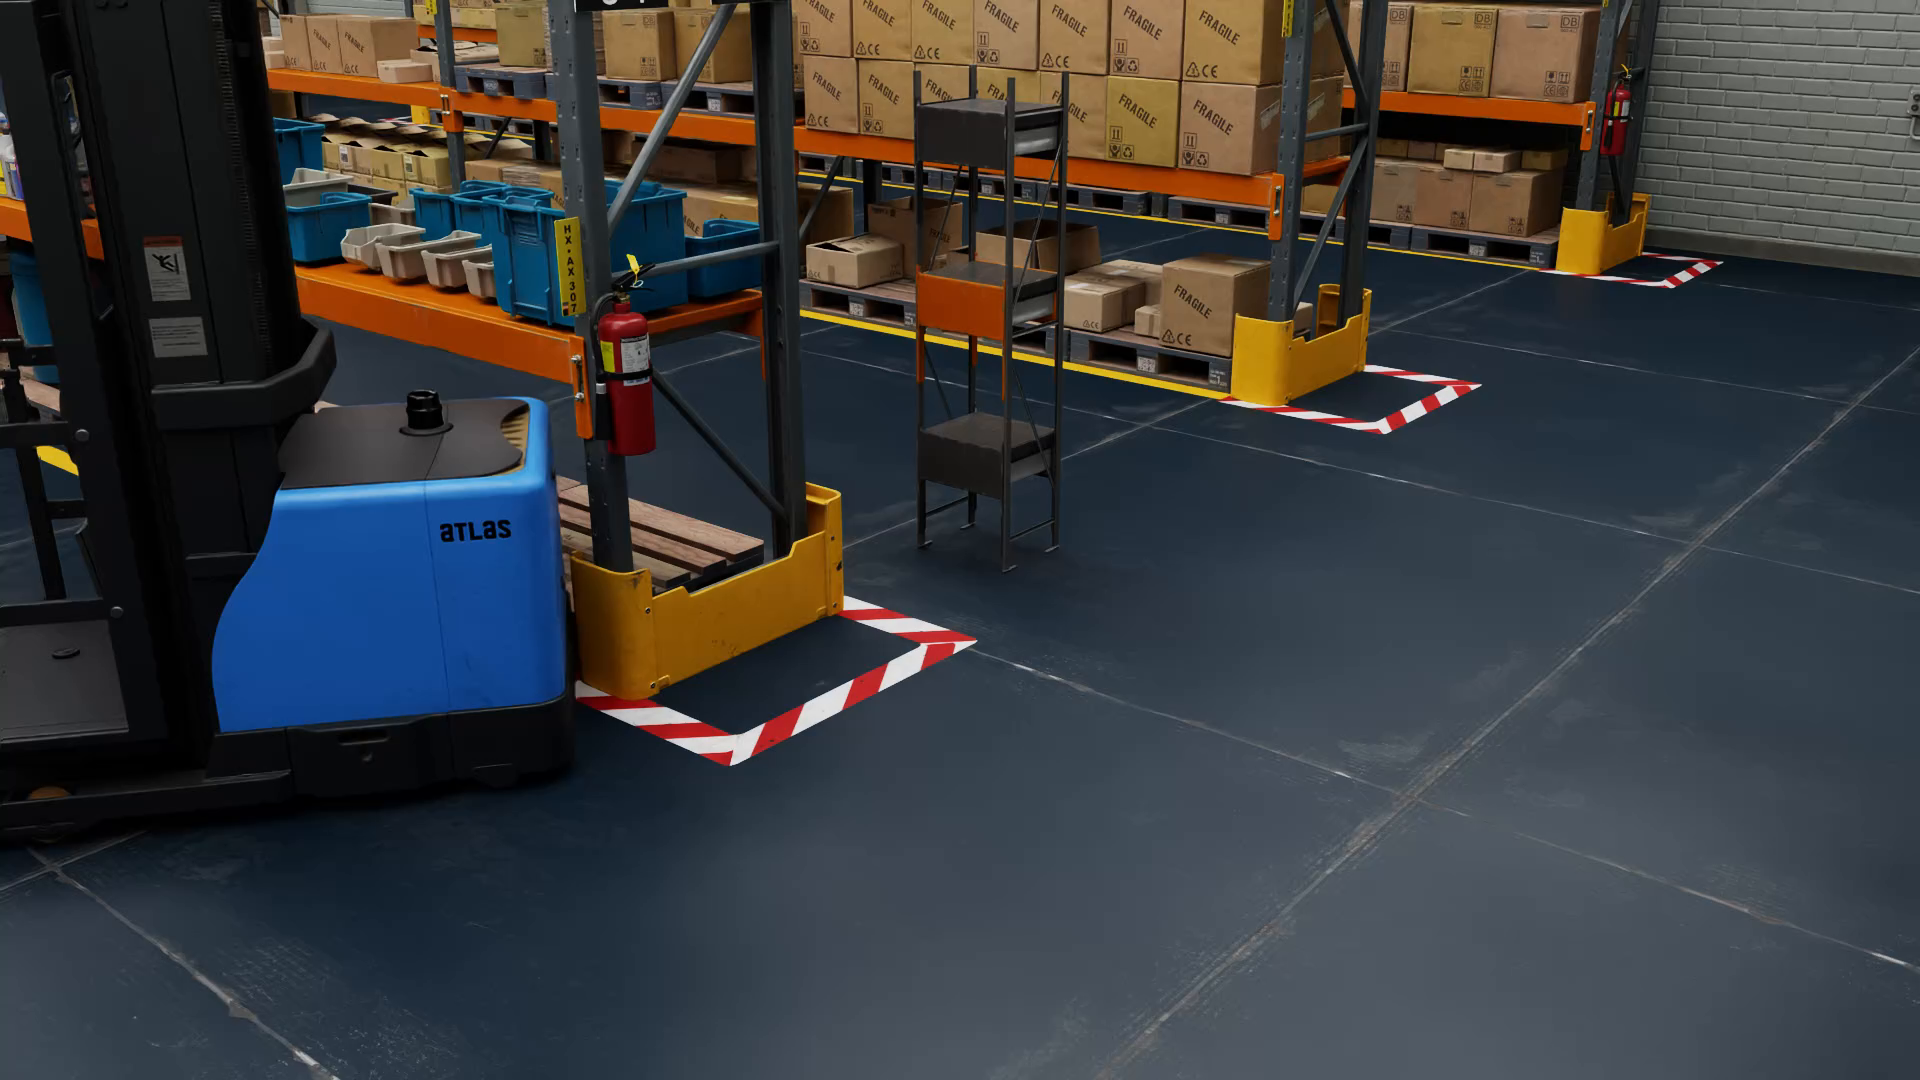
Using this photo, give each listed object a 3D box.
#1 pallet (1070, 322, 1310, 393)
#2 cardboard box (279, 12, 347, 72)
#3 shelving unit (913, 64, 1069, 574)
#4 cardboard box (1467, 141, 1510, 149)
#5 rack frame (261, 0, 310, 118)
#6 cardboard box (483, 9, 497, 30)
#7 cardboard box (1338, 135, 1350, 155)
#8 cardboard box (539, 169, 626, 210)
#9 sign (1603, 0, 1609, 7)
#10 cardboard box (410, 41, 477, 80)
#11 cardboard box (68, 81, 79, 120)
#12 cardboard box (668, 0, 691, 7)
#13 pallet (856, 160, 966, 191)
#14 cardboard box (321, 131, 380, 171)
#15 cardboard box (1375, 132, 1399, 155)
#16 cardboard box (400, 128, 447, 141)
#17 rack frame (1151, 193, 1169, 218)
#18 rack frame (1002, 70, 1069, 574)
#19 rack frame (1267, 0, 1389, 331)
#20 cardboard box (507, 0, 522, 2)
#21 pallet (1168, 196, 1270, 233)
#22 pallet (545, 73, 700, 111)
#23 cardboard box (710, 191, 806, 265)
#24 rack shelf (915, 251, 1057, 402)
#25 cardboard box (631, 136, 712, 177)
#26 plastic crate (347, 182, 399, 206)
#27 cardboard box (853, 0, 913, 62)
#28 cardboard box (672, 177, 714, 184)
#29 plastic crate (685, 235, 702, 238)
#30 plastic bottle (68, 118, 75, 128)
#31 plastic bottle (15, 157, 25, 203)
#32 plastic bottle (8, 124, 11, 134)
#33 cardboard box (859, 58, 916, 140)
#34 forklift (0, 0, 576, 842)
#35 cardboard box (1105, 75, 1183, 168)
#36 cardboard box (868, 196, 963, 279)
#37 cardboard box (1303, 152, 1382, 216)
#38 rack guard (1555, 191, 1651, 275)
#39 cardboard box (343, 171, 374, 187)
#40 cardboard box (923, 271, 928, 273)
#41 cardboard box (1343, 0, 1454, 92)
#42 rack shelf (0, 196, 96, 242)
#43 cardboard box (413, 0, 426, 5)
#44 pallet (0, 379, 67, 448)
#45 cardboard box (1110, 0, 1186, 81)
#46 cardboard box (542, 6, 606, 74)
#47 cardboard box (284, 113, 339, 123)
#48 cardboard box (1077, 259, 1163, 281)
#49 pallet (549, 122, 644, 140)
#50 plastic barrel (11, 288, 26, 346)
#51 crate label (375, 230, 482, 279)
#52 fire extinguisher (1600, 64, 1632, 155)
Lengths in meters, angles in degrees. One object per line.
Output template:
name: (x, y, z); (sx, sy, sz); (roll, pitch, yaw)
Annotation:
pallet: (1.473, -1.246, 10.673); (1.213, 0.211, 1.003); (16, 26, 36)
cardboard box: (-6.154, -4.787, 15.969); (0.500, 0.500, 0.500); (18, 27, 40)
shelving unit: (0.128, -0.946, 7.200); (0.503, 2.100, 0.431); (16, 26, 36)
cardboard box: (4.504, -3.310, 14.223); (0.250, 0.149, 0.380); (16, 26, 36)
rack frame: (-7.147, -5.033, 16.765); (0.127, 3.000, 1.000); (16, 26, 36)
cardboard box: (-5.747, -6.684, 21.325); (0.500, 0.250, 0.500); (16, 26, 37)
cardboard box: (3.249, -3.496, 14.717); (0.250, 0.149, 0.380); (15, 25, 35)
cardboard box: (-3.082, -2.769, 13.679); (0.500, 0.500, 0.500); (16, 26, 36)
sign: (4.925, -4.219, 12.627); (0.005, 0.325, 0.100); (16, 26, 36)
cardboard box: (-4.619, -4.352, 15.084); (0.500, 0.311, 0.500); (16, 26, 36)
cardboard box: (-9.583, -4.895, 18.637); (0.500, 0.500, 0.500); (16, 26, 36)
cardboard box: (-3.217, -6.392, 19.601); (0.700, 0.500, 0.500); (-19, 28, -41)
pallet: (-0.356, -3.995, 17.962); (1.213, 0.211, 1.003); (16, 26, 36)
cardboard box: (-5.792, -3.703, 15.743); (0.500, 0.311, 0.500); (17, 26, 38)
cardboard box: (3.718, -3.536, 14.823); (0.250, 0.149, 0.380); (16, 26, 35)
cardboard box: (-5.074, -3.740, 15.841); (0.500, 0.311, 0.500); (15, 25, 35)
rack frame: (2.180, -4.604, 15.625); (0.127, 3.000, 1.000); (16, 26, 36)
rack frame: (0.317, -0.891, 7.055); (0.015, 2.100, 0.400); (16, 26, 36)
rack frame: (2.150, -2.356, 9.665); (0.127, 3.000, 1.000); (16, 26, 36)
cardboard box: (-5.353, -6.925, 20.901); (0.500, 0.500, 0.500); (15, 25, 35)
pallet: (2.720, -3.108, 15.610); (1.213, 0.211, 1.003); (16, 26, 36)
pallet: (-2.539, -3.619, 13.285); (1.213, 0.211, 1.003); (16, 26, 36)
cardboard box: (-1.513, -2.317, 12.479); (0.500, 0.500, 0.500); (16, 26, 36)
rack shelf: (0.128, -0.933, 7.205); (0.480, 0.518, 0.431); (16, 26, 36)
cardboard box: (-2.334, -3.145, 13.614); (0.500, 0.250, 0.500); (15, 26, 35)
plastic crate: (-3.047, -1.619, 8.014); (0.590, 0.125, 0.437); (16, 26, 36)
cardboard box: (-0.362, -3.466, 11.050); (0.500, 0.500, 0.500); (15, 25, 35)
cardboard box: (-1.973, -2.689, 13.467); (0.500, 0.500, 0.500); (16, 26, 37)
plastic crate: (-1.164, -1.147, 6.747); (0.298, 0.136, 0.250); (16, 26, 36)
plastic bottle: (-5.247, -2.356, 9.847); (0.097, 0.271, 0.097); (0, 21, 0)
plastic bottle: (-4.802, -1.880, 8.567); (0.133, 0.283, 0.061); (16, 26, 36)
plastic bottle: (-5.662, -2.424, 10.010); (0.133, 0.283, 0.061); (16, 26, 36)
cardboard box: (-0.328, -2.994, 11.215); (0.500, 0.500, 0.500); (17, 26, 37)
forklift: (-2.858, -0.621, 5.161); (3.031, 2.935, 1.130); (-4, 21, -11)
cardboard box: (1.227, -2.543, 10.020); (0.500, 0.500, 0.500); (16, 26, 37)
cardboard box: (-0.328, -2.235, 12.264); (0.500, 0.500, 0.500); (16, 26, 36)
cardboard box: (3.478, -3.208, 14.870); (0.500, 0.500, 0.700); (17, 26, 37)
rack guard: (5.298, -2.536, 13.685); (0.348, 0.500, 1.175); (16, 26, 36)
cardboard box: (-5.399, -3.329, 15.546); (0.500, 0.250, 0.500); (17, 26, 37)
cardboard box: (-0.084, -1.786, 11.544); (0.250, 0.166, 0.380); (16, 26, 36)
cardboard box: (3.722, -4.295, 14.380); (0.700, 0.700, 0.980); (15, 25, 34)
rack shelf: (-5.634, -2.005, 9.754); (4.000, 0.370, 1.077); (16, 26, 36)
cardboard box: (-6.937, -7.382, 22.115); (0.500, 0.500, 0.500); (16, 26, 36)
pallet: (-4.655, -0.774, 9.422); (1.213, 0.211, 1.003); (16, 26, 36)
cardboard box: (1.239, -3.007, 9.834); (0.500, 0.500, 0.500); (17, 26, 38)
cardboard box: (-2.901, -4.018, 13.336); (0.700, 0.500, 0.500); (-16, 26, -37)
cardboard box: (-6.652, -4.194, 17.045); (0.500, 0.311, 0.500); (16, 26, 36)
cardboard box: (1.133, -1.697, 11.192); (0.500, 0.250, 0.500); (16, 26, 36)
pallet: (-4.560, -5.224, 21.222); (1.213, 0.211, 1.003); (16, 26, 36)
plastic barrel: (-5.424, -1.362, 9.960); (0.421, 0.512, 0.421); (0, 21, 0)
crate label: (-2.178, -1.164, 6.793); (0.243, 0.136, 0.396); (16, 26, 36)
fire extinguisher: (5.104, -3.341, 12.914); (0.183, 0.674, 0.296); (16, 26, 36)
